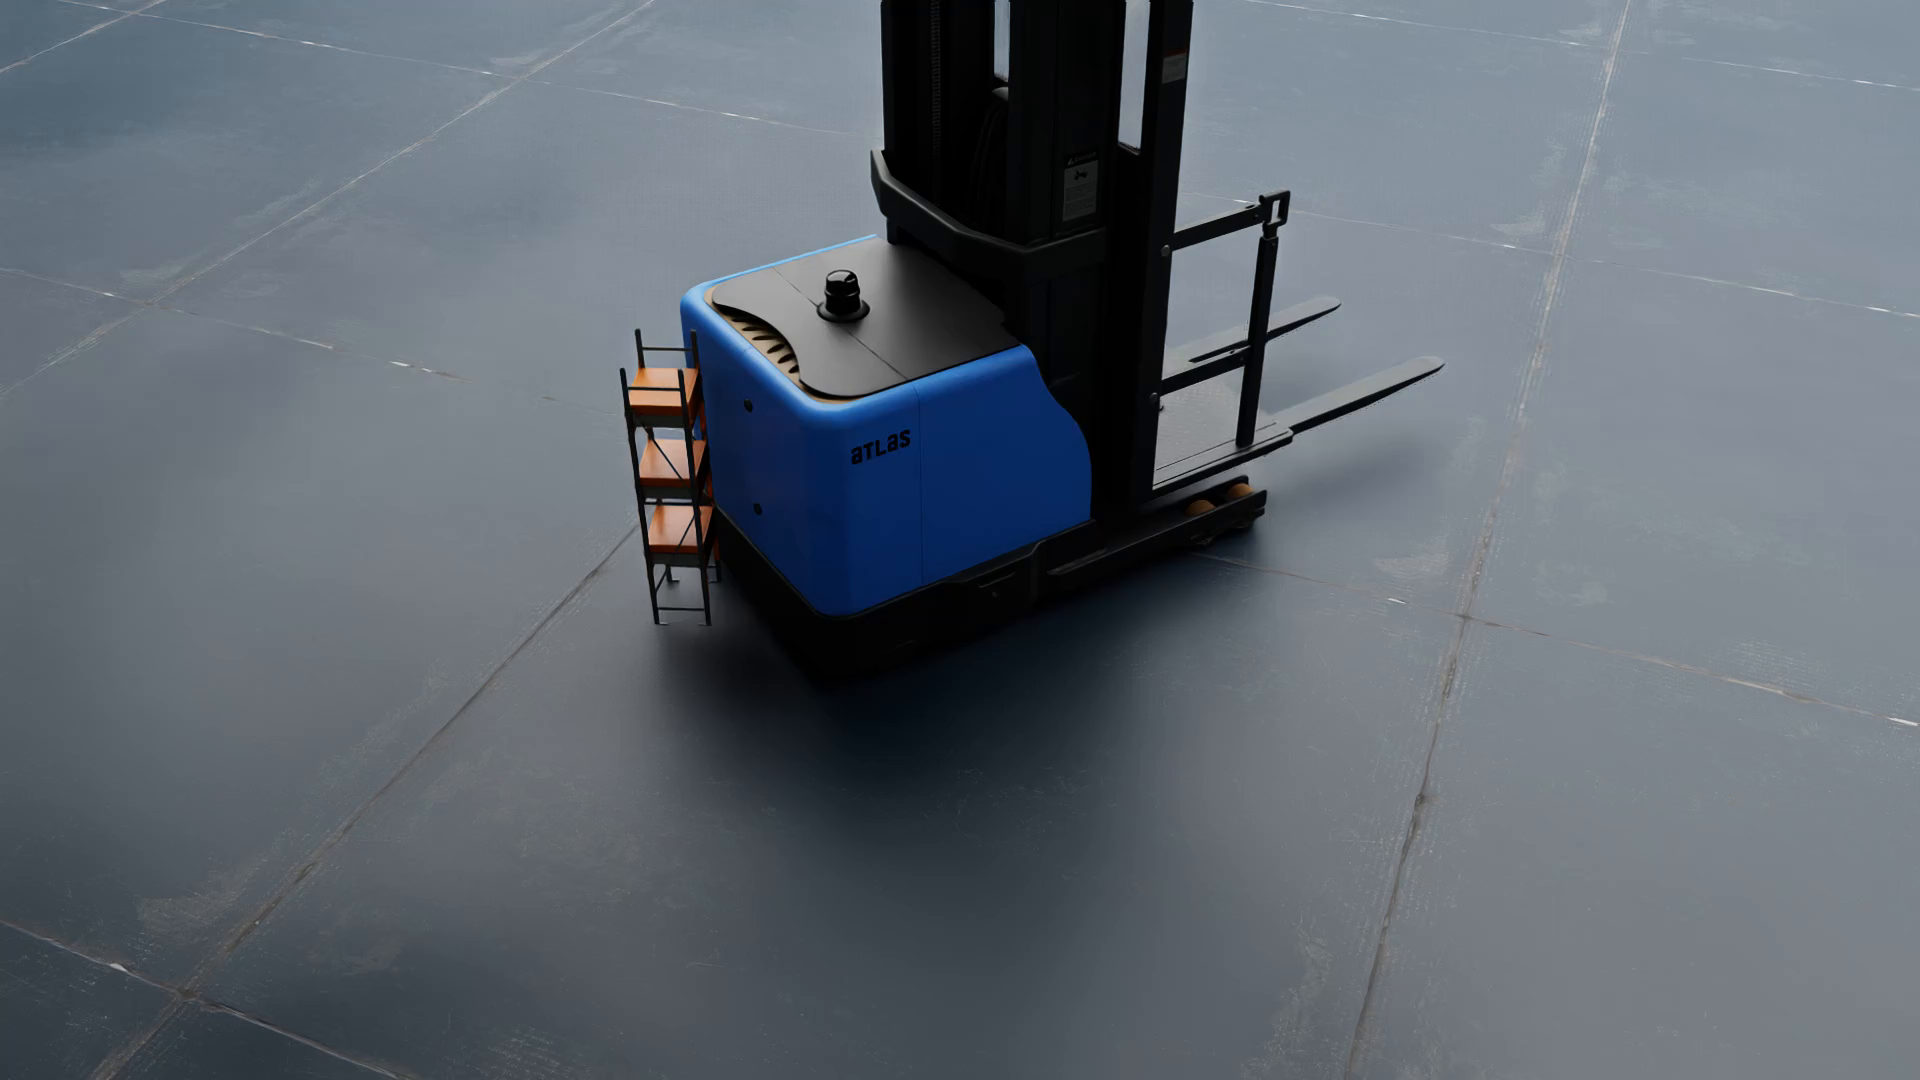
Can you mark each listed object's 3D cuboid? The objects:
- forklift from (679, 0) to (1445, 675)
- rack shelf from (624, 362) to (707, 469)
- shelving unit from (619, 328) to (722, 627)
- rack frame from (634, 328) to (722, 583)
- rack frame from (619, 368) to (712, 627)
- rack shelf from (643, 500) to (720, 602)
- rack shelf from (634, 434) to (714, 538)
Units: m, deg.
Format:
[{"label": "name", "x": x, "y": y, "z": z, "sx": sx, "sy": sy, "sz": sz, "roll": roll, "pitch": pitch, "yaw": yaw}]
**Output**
[{"label": "forklift", "x": 0.555, "y": -1.400, "z": 5.675, "sx": 3.031, "sy": 2.935, "sz": 1.130, "roll": -21, "pitch": 42, "yaw": -26}, {"label": "rack shelf", "x": -0.964, "y": -0.409, "z": 5.461, "sx": 0.215, "sy": 0.259, "sz": 0.240, "roll": 2, "pitch": 37, "yaw": 2}, {"label": "shelving unit", "x": -0.966, "y": -0.192, "z": 5.627, "sx": 0.215, "sy": 1.050, "sz": 0.252, "roll": 2, "pitch": 37, "yaw": 2}, {"label": "rack frame", "x": -0.961, "y": -0.266, "z": 5.724, "sx": 0.200, "sy": 1.050, "sz": 0.008, "roll": 2, "pitch": 37, "yaw": 2}, {"label": "rack frame", "x": -0.971, "y": -0.118, "z": 5.530, "sx": 0.200, "sy": 1.050, "sz": 0.008, "roll": 2, "pitch": 37, "yaw": 2}, {"label": "rack shelf", "x": -0.968, "y": 0.038, "z": 5.802, "sx": 0.215, "sy": 0.259, "sz": 0.240, "roll": 2, "pitch": 37, "yaw": 2}, {"label": "rack shelf", "x": -0.966, "y": -0.184, "z": 5.633, "sx": 0.215, "sy": 0.259, "sz": 0.240, "roll": 2, "pitch": 37, "yaw": 2}]
